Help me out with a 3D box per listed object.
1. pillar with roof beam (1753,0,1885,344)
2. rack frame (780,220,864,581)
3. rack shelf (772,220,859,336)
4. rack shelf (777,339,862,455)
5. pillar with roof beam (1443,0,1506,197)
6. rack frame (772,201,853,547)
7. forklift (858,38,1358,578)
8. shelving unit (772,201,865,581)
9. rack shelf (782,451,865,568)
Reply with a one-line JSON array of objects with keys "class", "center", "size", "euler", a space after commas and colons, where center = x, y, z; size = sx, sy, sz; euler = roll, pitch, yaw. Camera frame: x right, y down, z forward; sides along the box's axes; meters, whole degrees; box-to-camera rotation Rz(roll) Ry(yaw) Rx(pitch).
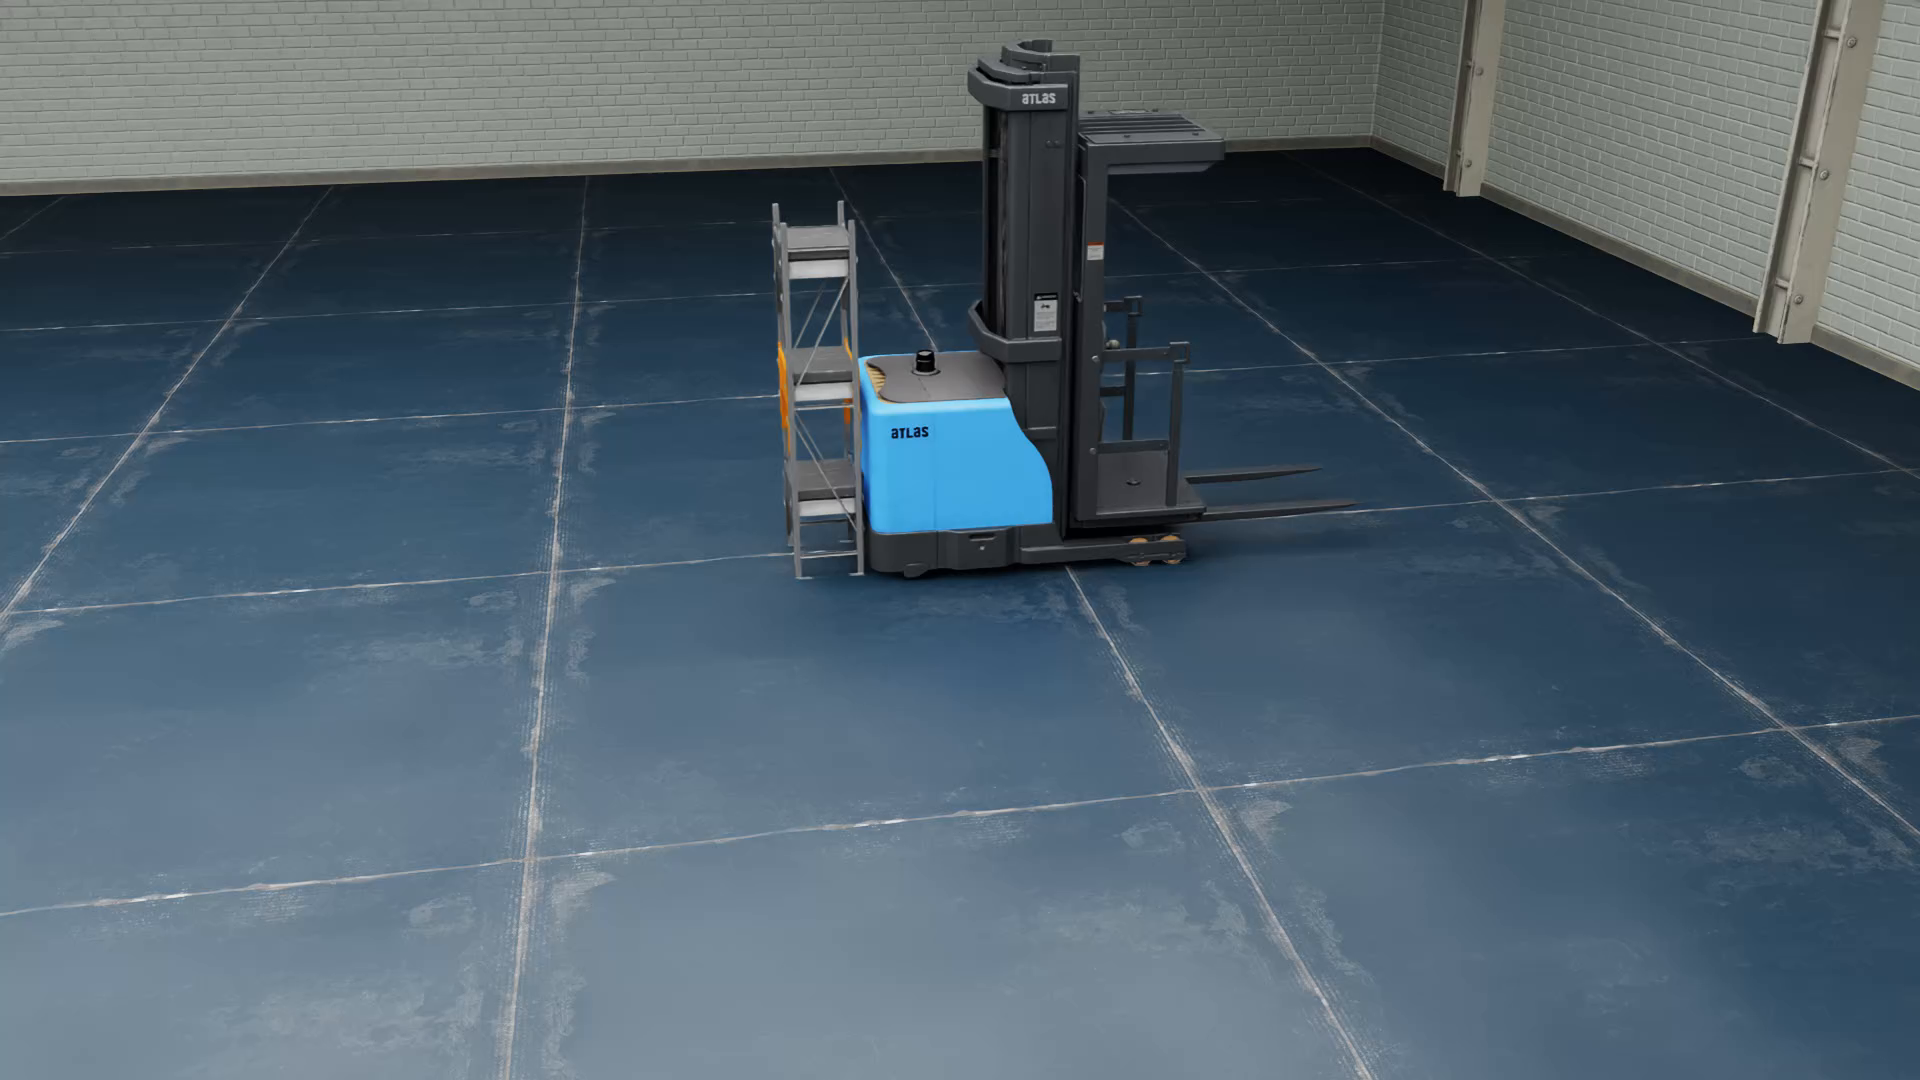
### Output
[{"class": "pillar with roof beam", "center": [2.814, -5.550, 11.714], "size": [9.100, 9.000, 0.400], "euler": [-4, 24, -10]}, {"class": "rack frame", "center": [-0.763, -0.743, 9.328], "size": [0.400, 2.100, 0.015], "euler": [-4, 24, -10]}, {"class": "rack shelf", "center": [-0.808, -1.468, 9.273], "size": [0.431, 0.518, 0.480], "euler": [-4, 24, -10]}, {"class": "rack shelf", "center": [-0.808, -0.826, 9.553], "size": [0.431, 0.518, 0.480], "euler": [-4, 24, -10]}, {"class": "pillar with roof beam", "center": [1.705, -7.910, 17.118], "size": [9.100, 9.000, 0.400], "euler": [-4, 24, -10]}, {"class": "rack frame", "center": [-0.854, -0.935, 9.767], "size": [0.400, 2.100, 0.015], "euler": [-4, 24, -10]}, {"class": "forklift", "center": [0.898, -1.392, 9.774], "size": [3.031, 2.935, 1.130], "euler": [-4, 24, -9]}, {"class": "shelving unit", "center": [-0.808, -0.839, 9.548], "size": [0.431, 2.100, 0.503], "euler": [-4, 24, -10]}, {"class": "rack shelf", "center": [-0.808, -0.185, 9.833], "size": [0.431, 0.518, 0.480], "euler": [-4, 24, -10]}]
